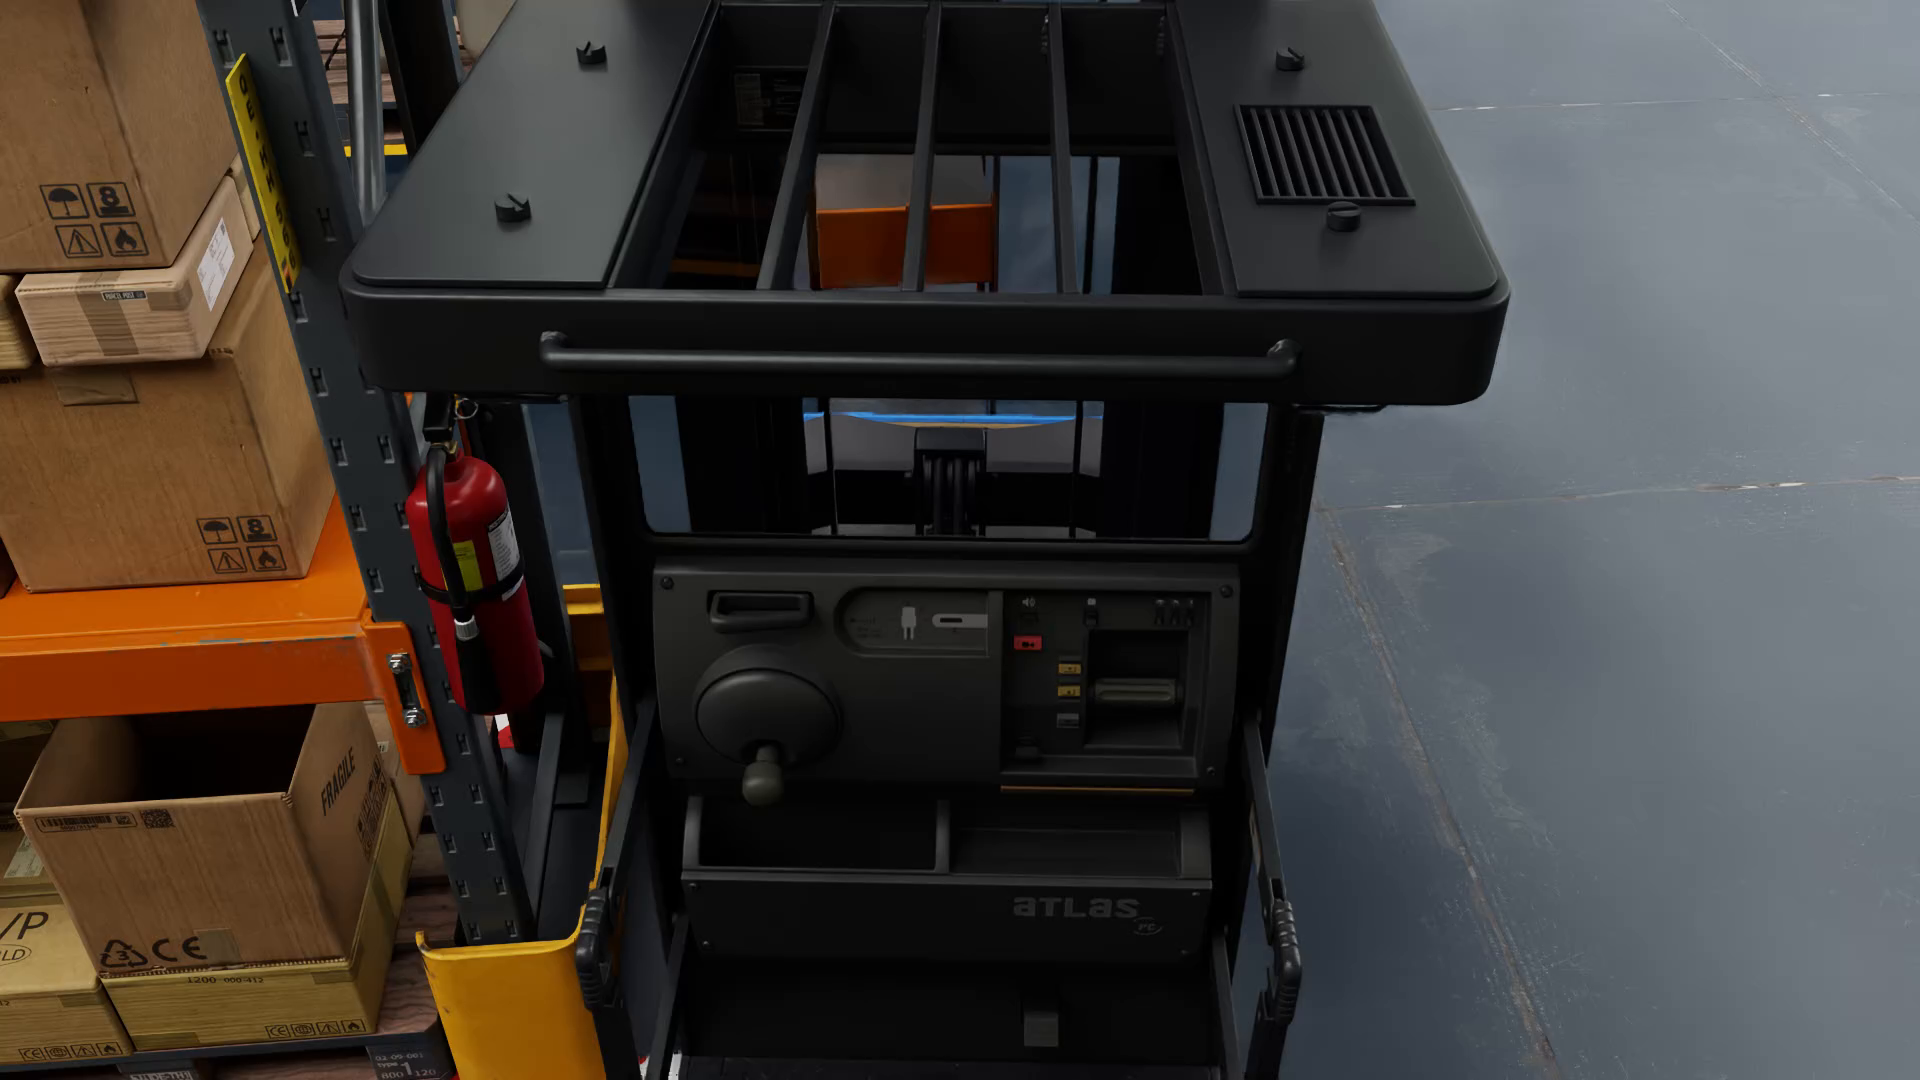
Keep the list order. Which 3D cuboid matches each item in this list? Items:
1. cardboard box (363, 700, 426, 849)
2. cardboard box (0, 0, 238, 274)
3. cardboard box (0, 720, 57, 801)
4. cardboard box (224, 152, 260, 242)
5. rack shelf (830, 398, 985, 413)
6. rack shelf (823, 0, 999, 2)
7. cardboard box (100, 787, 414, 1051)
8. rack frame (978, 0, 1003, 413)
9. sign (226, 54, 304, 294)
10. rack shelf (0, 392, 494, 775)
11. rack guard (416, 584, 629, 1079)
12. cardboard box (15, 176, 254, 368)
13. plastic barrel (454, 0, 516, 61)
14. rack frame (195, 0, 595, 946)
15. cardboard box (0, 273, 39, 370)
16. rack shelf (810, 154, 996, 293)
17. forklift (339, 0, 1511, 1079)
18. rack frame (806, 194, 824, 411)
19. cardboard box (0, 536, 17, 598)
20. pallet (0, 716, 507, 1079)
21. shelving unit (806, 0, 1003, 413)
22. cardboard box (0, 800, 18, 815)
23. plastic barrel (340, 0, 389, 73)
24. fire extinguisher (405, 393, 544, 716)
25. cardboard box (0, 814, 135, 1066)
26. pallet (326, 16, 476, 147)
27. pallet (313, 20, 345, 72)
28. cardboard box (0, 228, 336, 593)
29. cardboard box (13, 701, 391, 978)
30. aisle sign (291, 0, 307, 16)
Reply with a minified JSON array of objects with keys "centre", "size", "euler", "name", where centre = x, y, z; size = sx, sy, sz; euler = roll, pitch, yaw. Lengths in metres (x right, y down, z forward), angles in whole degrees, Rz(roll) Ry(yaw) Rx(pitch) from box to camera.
[{"centre":[-1.569,0.504,4.071],"size":[0.500,0.250,0.500],"euler":[-3,38,-4],"name":"cardboard box"},{"centre":[-1.534,-0.831,2.754],"size":[0.500,0.500,0.700],"euler":[-3,38,-4],"name":"cardboard box"},{"centre":[-2.067,0.238,3.802],"size":[0.500,0.500,0.500],"euler":[-3,38,-4],"name":"cardboard box"},{"centre":[-1.426,-0.708,3.122],"size":[0.250,0.149,0.380],"euler":[-3,38,-4],"name":"cardboard box"},{"centre":[-0.165,-0.255,5.030],"size":[0.480,0.518,0.431],"euler":[-3,38,-4],"name":"rack shelf"},{"centre":[-0.165,-1.354,4.163],"size":[0.480,0.518,0.431],"euler":[-3,38,-4],"name":"rack shelf"},{"centre":[-1.524,0.823,3.666],"size":[0.500,0.250,0.500],"euler":[-3,38,-4],"name":"cardboard box"},{"centre":[0.078,-0.829,4.605],"size":[0.015,2.100,0.400],"euler":[-3,38,-4],"name":"rack frame"},{"centre":[-0.981,-0.515,2.355],"size":[0.005,0.325,0.100],"euler":[-3,38,-4],"name":"sign"},{"centre":[-3.008,0.089,3.297],"size":[4.000,0.370,1.077],"euler":[-3,38,-4],"name":"rack shelf"},{"centre":[-0.992,0.677,3.989],"size":[0.348,0.500,1.175],"euler":[-3,38,-4],"name":"rack guard"},{"centre":[-1.379,-0.459,2.805],"size":[0.250,0.149,0.380],"euler":[-4,38,-5],"name":"cardboard box"},{"centre":[-2.099,-2.465,7.621],"size":[0.421,0.512,0.421],"euler":[0,38,0],"name":"plastic barrel"},{"centre":[-1.016,-0.303,3.213],"size":[0.127,3.000,1.000],"euler":[-3,38,-4],"name":"rack frame"},{"centre":[-1.640,-0.443,2.786],"size":[0.250,0.149,0.380],"euler":[-2,38,-3],"name":"cardboard box"},{"centre":[-0.165,-0.805,4.597],"size":[0.480,0.518,0.431],"euler":[-3,38,-4],"name":"rack shelf"},{"centre":[-0.026,0.303,2.499],"size":[1.130,2.935,3.031],"euler":[1,38,1],"name":"forklift"},{"centre":[-0.408,-0.802,4.571],"size":[0.015,2.100,0.400],"euler":[-3,38,-4],"name":"rack frame"},{"centre":[-2.004,-0.293,3.119],"size":[0.500,0.500,0.700],"euler":[-2,38,-3],"name":"cardboard box"},{"centre":[-1.774,0.859,3.991],"size":[1.213,0.211,1.003],"euler":[-3,38,-4],"name":"pallet"},{"centre":[-0.165,-0.815,4.588],"size":[0.503,2.100,0.431],"euler":[-3,38,-4],"name":"shelving unit"},{"centre":[-2.067,0.533,4.033],"size":[0.500,0.250,0.500],"euler":[-3,38,-4],"name":"cardboard box"},{"centre":[-2.599,-2.437,7.587],"size":[0.421,0.512,0.421],"euler":[0,38,0],"name":"plastic barrel"},{"centre":[-0.857,0.007,2.882],"size":[0.183,0.674,0.296],"euler":[-3,38,-4],"name":"fire extinguisher"},{"centre":[-2.021,0.858,3.622],"size":[0.500,0.250,0.500],"euler":[-3,38,-4],"name":"cardboard box"},{"centre":[-2.332,-2.190,7.856],"size":[1.213,0.211,1.003],"euler":[-3,38,-4],"name":"pallet"},{"centre":[-3.544,-2.125,7.773],"size":[1.213,0.211,1.003],"euler":[-3,38,-4],"name":"pallet"},{"centre":[-1.482,-0.325,3.159],"size":[0.500,0.500,0.700],"euler":[-3,38,-4],"name":"cardboard box"},{"centre":[-1.523,0.530,3.432],"size":[0.500,0.500,0.500],"euler":[-3,38,-4],"name":"cardboard box"},{"centre":[-0.924,-1.146,2.182],"size":[0.004,0.787,0.394],"euler":[-3,38,-4],"name":"aisle sign"}]
